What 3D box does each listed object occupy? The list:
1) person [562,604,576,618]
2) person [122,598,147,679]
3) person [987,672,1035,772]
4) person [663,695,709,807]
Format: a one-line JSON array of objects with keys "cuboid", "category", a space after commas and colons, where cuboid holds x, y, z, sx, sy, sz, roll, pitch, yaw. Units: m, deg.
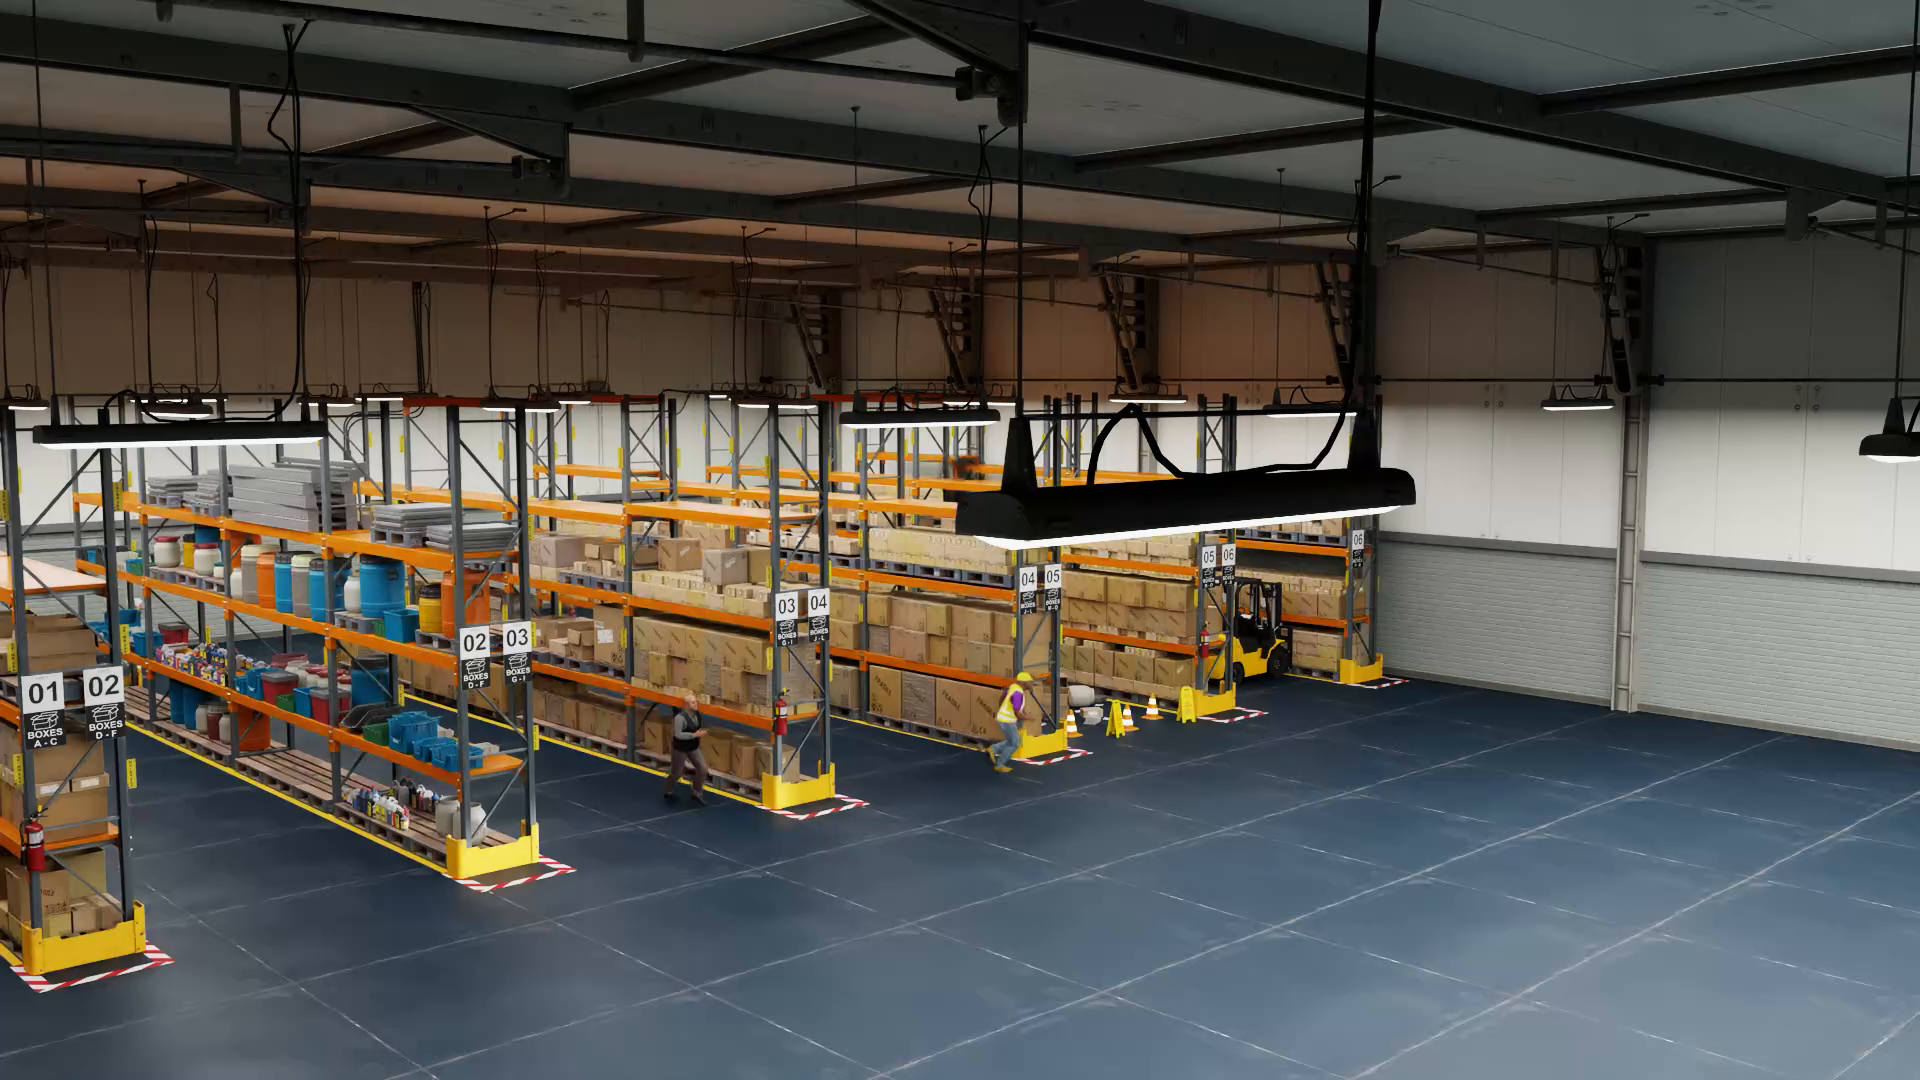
[{"cuboid": [-8.500, 2.110, 36.057, 0.711, 1.491, 0.523, 4, 7, 33], "category": "person"}, {"cuboid": [-17.374, 2.083, 35.092, 0.630, 1.728, 0.652, -4, 7, -34], "category": "person"}, {"cuboid": [0.813, 2.926, 26.865, 0.774, 1.604, 0.728, -1, 6, -7], "category": "person"}, {"cuboid": [-4.074, 3.114, 24.629, 0.922, 1.695, 0.630, 4, 7, 38], "category": "person"}]
